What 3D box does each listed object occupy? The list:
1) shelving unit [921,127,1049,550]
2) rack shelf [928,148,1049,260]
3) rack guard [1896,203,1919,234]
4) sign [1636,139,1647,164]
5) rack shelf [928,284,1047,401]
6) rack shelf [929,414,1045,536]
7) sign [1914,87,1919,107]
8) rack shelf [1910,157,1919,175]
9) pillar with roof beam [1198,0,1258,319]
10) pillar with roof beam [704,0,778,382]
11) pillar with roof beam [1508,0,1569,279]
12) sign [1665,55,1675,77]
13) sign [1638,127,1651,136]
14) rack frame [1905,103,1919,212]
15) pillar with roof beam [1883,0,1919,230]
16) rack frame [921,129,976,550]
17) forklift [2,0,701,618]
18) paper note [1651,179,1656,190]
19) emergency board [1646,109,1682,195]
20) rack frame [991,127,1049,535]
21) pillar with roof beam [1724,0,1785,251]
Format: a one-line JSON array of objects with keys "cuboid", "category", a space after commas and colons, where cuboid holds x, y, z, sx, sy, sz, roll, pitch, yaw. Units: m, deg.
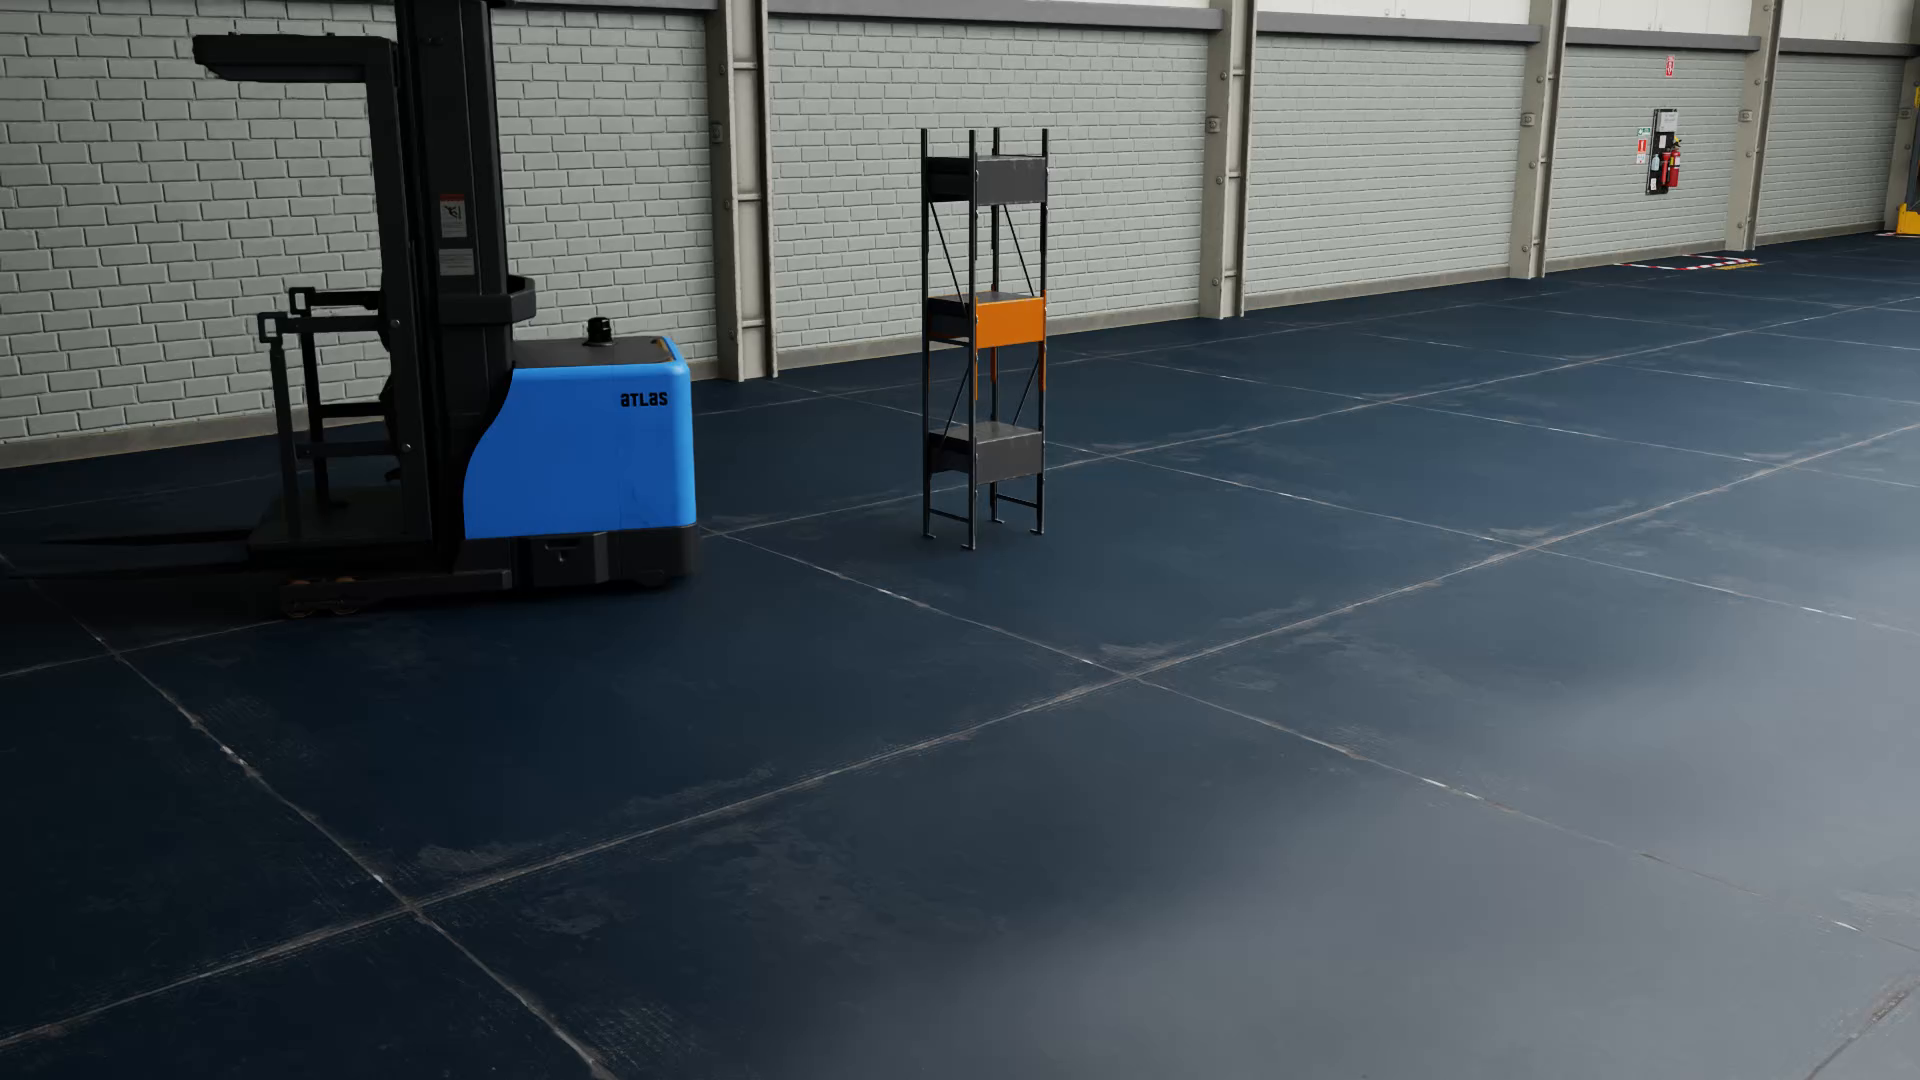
[{"cuboid": [0.125, -1.042, 8.584, 0.503, 2.100, 0.431, -13, 19, -39], "category": "shelving unit"}, {"cuboid": [0.125, -1.706, 8.407, 0.480, 0.518, 0.431, -13, 19, -39], "category": "rack shelf"}, {"cuboid": [16.441, -5.389, 27.956, 0.348, 0.500, 1.175, -13, 19, -39], "category": "rack guard"}, {"cuboid": [9.443, -5.387, 23.035, 0.234, 0.329, 0.001, -13, 19, -39], "category": "sign"}, {"cuboid": [0.125, -1.029, 8.587, 0.480, 0.518, 0.431, -13, 19, -39], "category": "rack shelf"}, {"cuboid": [0.125, -0.353, 8.768, 0.480, 0.518, 0.431, -13, 19, -39], "category": "rack shelf"}, {"cuboid": [16.034, -7.407, 27.813, 0.005, 0.325, 0.100, -13, 19, -39], "category": "sign"}, {"cuboid": [17.892, -6.575, 28.947, 4.000, 0.370, 1.077, -13, 19, -39], "category": "rack shelf"}, {"cuboid": [5.591, -5.882, 13.333, 0.400, 9.000, 9.100, -13, 19, -39], "category": "pillar with roof beam"}, {"cuboid": [1.065, -4.865, 9.527, 0.400, 9.000, 9.100, -13, 19, -39], "category": "pillar with roof beam"}, {"cuboid": [10.117, -6.898, 17.138, 0.400, 9.000, 9.100, -13, 19, -39], "category": "pillar with roof beam"}, {"cuboid": [9.857, -6.581, 23.084, 0.199, 0.298, 0.001, -13, 19, -39], "category": "sign"}, {"cuboid": [9.453, -5.642, 22.963, 0.331, 0.109, 0.001, -13, 19, -39], "category": "sign"}, {"cuboid": [16.384, -6.584, 27.586, 0.127, 3.000, 1.000, -13, 19, -39], "category": "rack frame"}, {"cuboid": [19.170, -8.931, 24.748, 0.400, 9.000, 9.100, -13, 19, -39], "category": "pillar with roof beam"}, {"cuboid": [-0.059, -1.001, 8.429, 0.015, 2.100, 0.400, -13, 19, -39], "category": "rack frame"}, {"cuboid": [-2.811, -1.218, 7.630, 3.031, 2.935, 1.130, -4, 15, -14], "category": "forklift"}, {"cuboid": [9.749, -5.001, 23.367, 0.142, 0.148, 0.016, -13, 19, -39], "category": "paper note"}, {"cuboid": [9.928, -5.443, 23.315, 0.643, 1.169, 0.194, -13, 19, -39], "category": "emergency board"}, {"cuboid": [0.309, -1.084, 8.739, 0.015, 2.100, 0.400, -13, 19, -39], "category": "rack frame"}, {"cuboid": [14.643, -7.915, 20.943, 0.400, 9.000, 9.100, -13, 19, -39], "category": "pillar with roof beam"}]
